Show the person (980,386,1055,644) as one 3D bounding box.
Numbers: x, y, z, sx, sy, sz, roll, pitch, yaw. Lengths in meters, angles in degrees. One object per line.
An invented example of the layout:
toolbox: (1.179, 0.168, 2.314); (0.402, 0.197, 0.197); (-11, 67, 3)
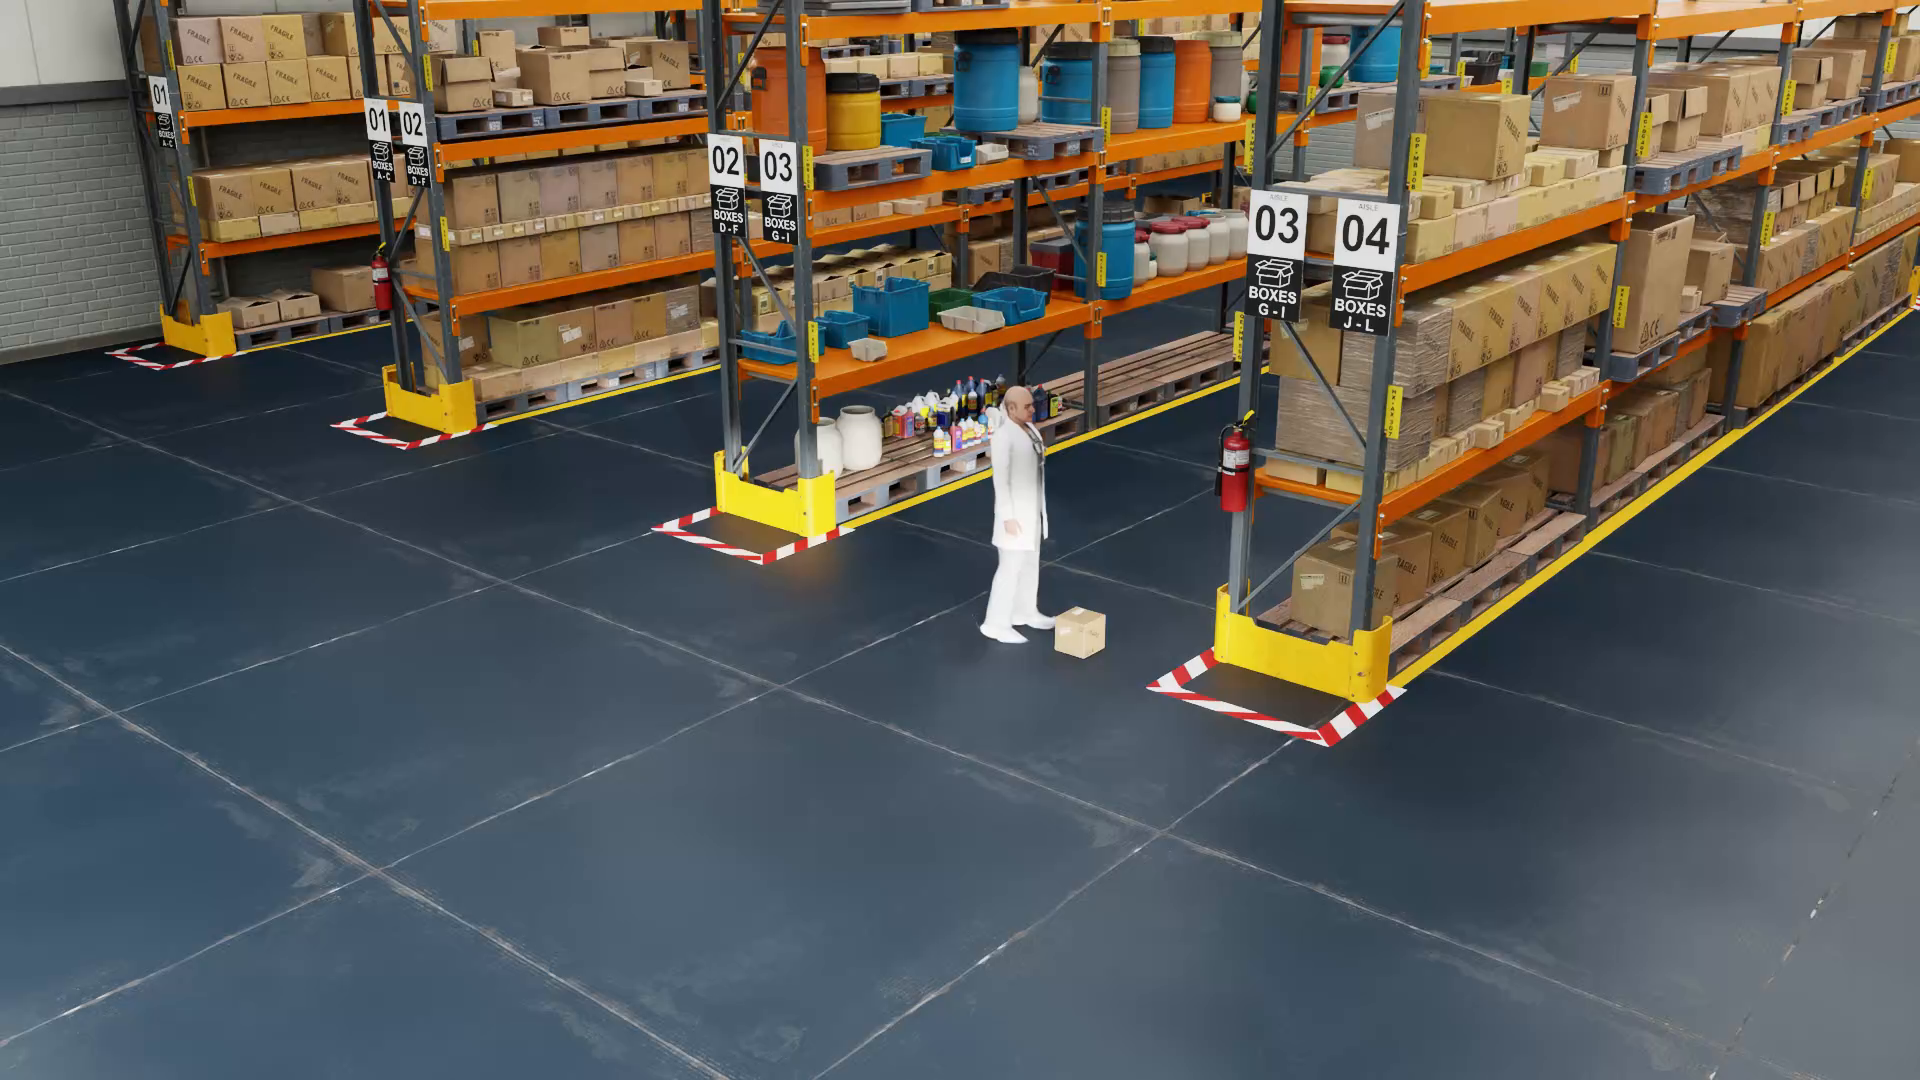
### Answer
person: (0.461, -0.175, 11.624); (0.447, 1.839, 0.627); (10, 22, 25)
